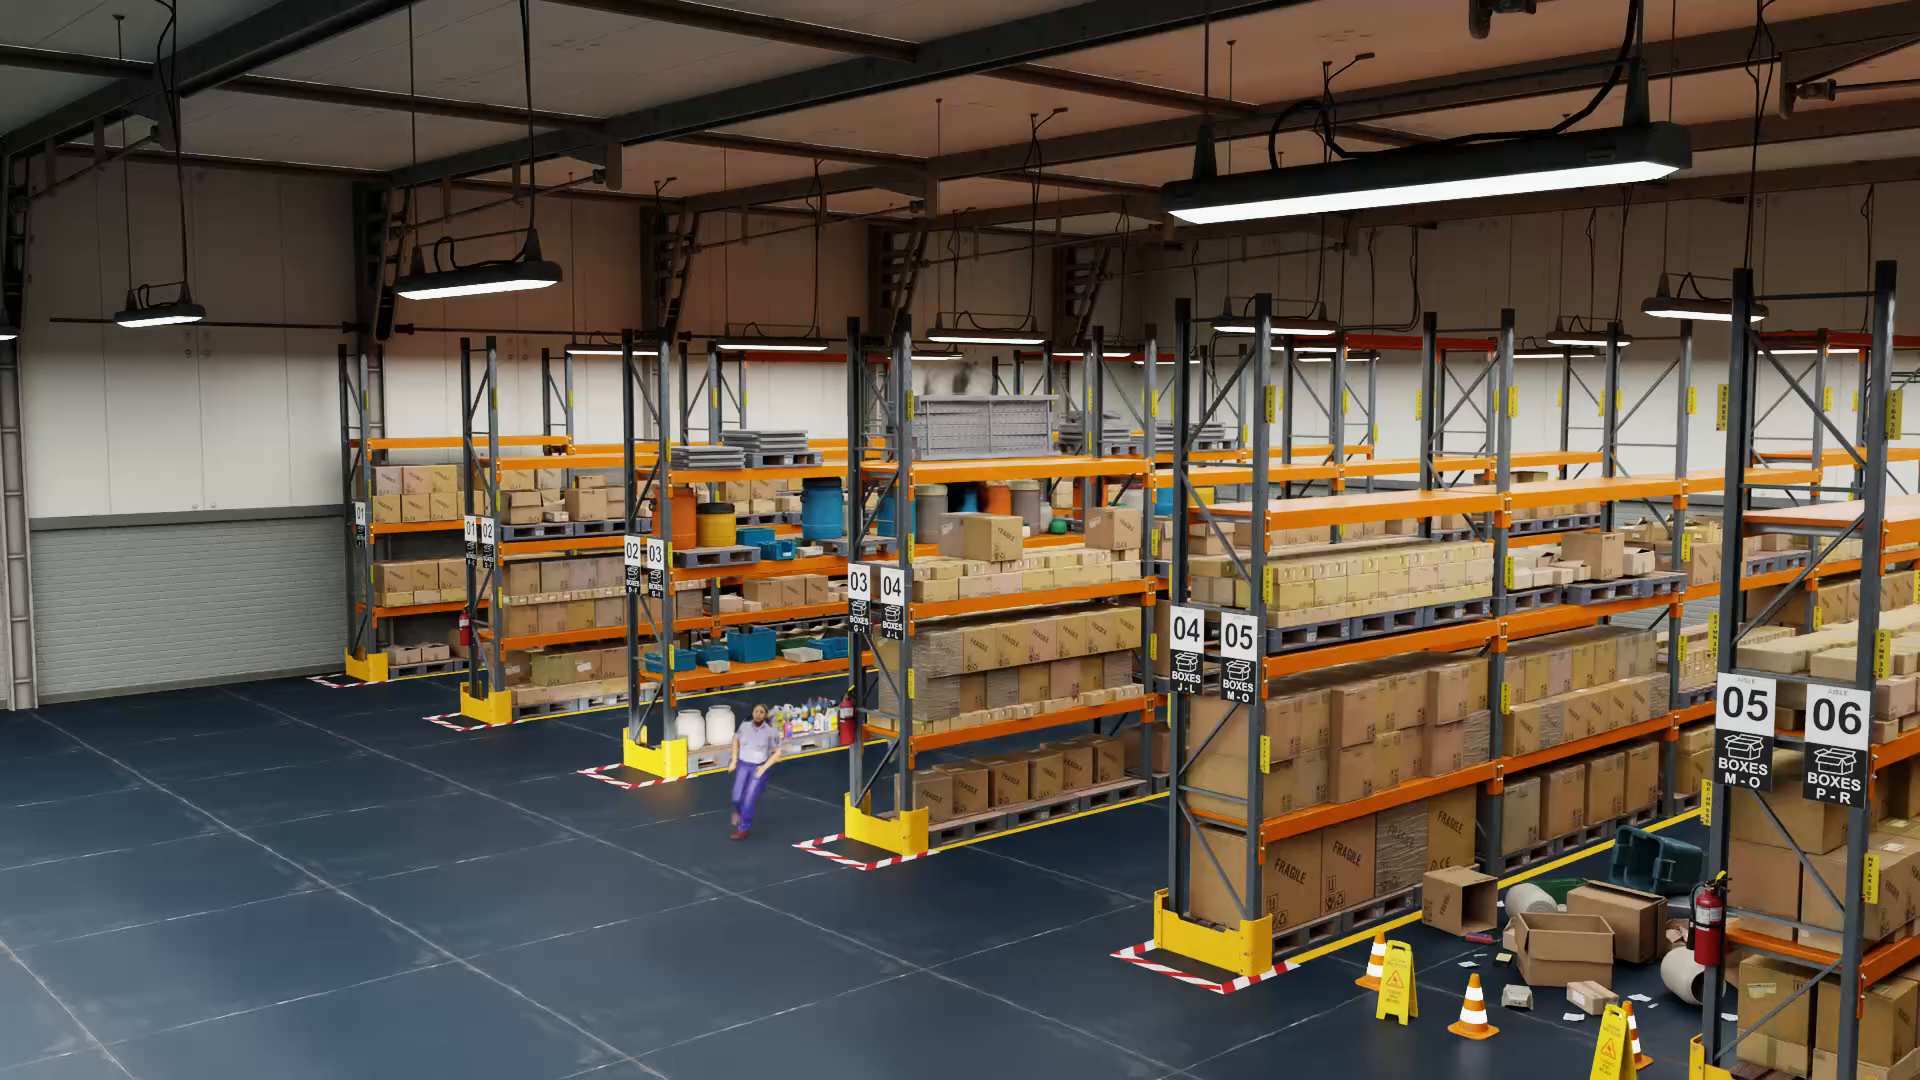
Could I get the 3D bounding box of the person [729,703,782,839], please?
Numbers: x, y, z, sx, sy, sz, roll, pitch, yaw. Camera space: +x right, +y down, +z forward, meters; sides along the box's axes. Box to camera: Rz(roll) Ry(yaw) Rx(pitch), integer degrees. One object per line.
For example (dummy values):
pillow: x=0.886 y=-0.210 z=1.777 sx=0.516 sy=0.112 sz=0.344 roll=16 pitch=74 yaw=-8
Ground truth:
person: x=-2.384 y=2.667 z=19.180 sx=0.646 sy=1.574 sz=0.512 roll=1 pitch=5 yaw=11

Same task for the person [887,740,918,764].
person: x=-0.818 y=2.236 z=23.110 sx=0.684 sy=1.727 sz=0.923 roll=3 pitch=6 yaw=28
